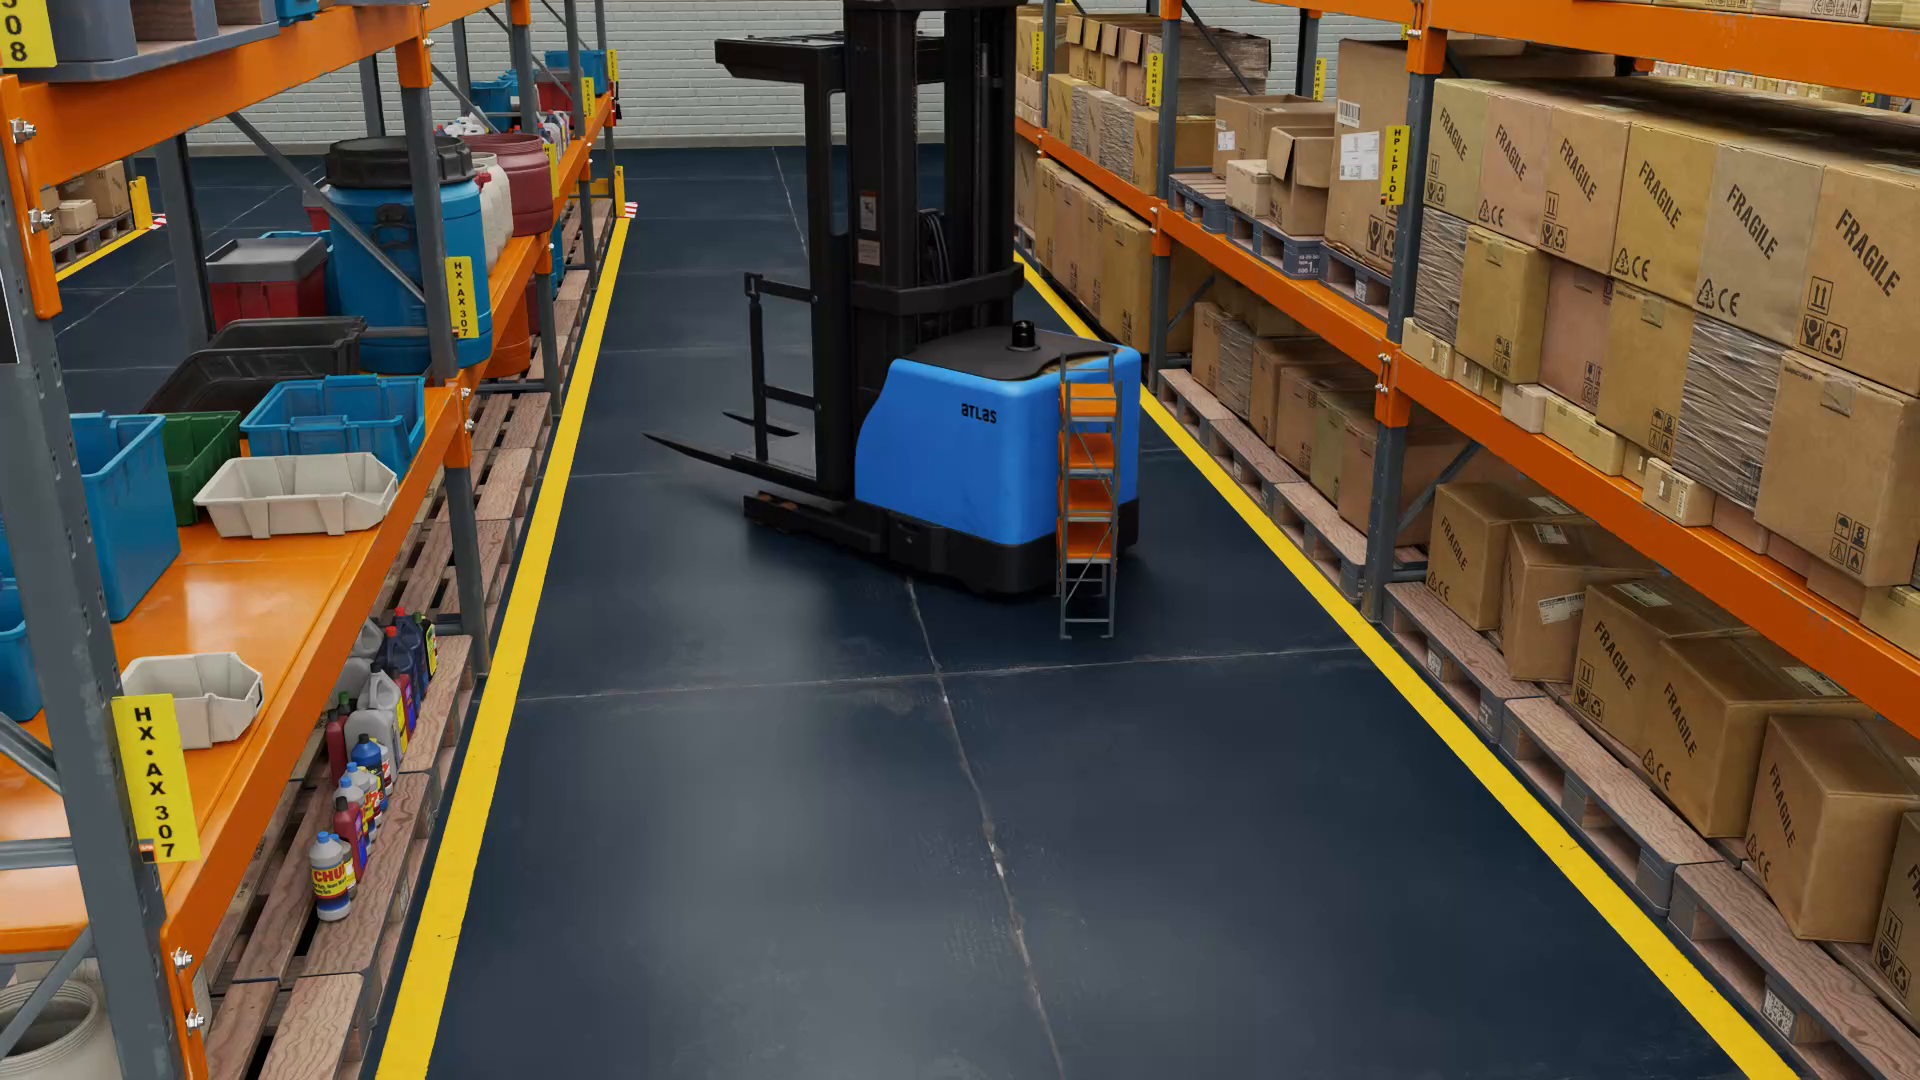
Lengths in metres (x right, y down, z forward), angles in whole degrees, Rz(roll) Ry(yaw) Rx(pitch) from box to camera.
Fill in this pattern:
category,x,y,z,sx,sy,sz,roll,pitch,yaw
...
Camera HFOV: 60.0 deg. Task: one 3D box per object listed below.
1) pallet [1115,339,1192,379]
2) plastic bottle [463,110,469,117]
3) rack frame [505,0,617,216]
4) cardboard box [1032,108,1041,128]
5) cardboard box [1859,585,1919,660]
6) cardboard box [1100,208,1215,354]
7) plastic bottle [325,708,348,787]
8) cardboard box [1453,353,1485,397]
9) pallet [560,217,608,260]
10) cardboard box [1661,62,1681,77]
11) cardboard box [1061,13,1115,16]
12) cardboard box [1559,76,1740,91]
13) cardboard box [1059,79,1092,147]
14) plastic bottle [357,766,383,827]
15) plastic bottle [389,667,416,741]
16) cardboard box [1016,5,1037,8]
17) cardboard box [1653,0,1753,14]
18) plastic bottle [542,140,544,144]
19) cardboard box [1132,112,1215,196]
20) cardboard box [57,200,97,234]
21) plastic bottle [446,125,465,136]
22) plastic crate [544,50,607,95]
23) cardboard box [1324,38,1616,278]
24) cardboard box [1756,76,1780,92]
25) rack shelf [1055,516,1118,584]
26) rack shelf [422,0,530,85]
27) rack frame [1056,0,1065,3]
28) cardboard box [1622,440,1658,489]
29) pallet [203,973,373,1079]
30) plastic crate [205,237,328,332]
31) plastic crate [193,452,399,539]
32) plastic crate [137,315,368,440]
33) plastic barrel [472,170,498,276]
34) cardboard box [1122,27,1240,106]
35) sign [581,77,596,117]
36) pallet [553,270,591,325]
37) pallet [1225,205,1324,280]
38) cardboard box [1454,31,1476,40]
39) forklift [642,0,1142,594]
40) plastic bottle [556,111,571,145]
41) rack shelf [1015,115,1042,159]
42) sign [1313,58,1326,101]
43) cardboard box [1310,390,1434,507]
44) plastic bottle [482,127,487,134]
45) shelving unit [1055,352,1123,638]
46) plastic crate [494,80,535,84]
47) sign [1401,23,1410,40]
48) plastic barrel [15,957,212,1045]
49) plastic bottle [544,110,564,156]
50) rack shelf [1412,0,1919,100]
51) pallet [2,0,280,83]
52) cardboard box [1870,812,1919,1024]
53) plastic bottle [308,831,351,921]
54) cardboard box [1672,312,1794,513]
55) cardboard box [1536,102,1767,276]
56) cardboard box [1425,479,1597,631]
category,x,y,z,sx,sy,sz,roll,pitch,yaw
pallet,1.759,-1.414,12.201,1.003,0.211,1.213,-3,21,-8
plastic bottle,-4.049,-3.376,13.635,0.061,0.283,0.133,-3,21,-8
rack frame,-4.256,-4.964,17.720,1.000,3.000,0.127,-3,21,-8
cardboard box,0.854,-3.800,14.963,0.380,0.149,0.250,-3,21,-7
cardboard box,2.584,0.185,4.293,0.380,0.149,0.250,-3,21,-8
cardboard box,1.720,-1.885,11.913,1.225,0.875,0.875,-4,21,-10
plastic bottle,-2.160,0.706,5.792,0.061,0.283,0.133,-3,21,-8
cardboard box,2.195,-0.679,6.607,0.380,0.149,0.250,-3,21,-8
pallet,-4.003,-2.949,16.309,1.003,0.211,1.213,-3,21,-8
cardboard box,5.934,-3.795,13.497,0.380,0.149,0.250,-2,21,-6
cardboard box,1.263,-4.779,15.941,0.500,0.500,0.500,-4,21,-9
cardboard box,2.712,-1.572,6.640,0.500,0.500,0.500,-3,21,-8
cardboard box,1.114,-3.530,13.737,0.500,0.500,0.500,-3,21,-8
plastic bottle,-1.981,0.849,5.525,0.097,0.201,0.097,0,20,0
plastic bottle,-2.056,0.586,6.112,0.061,0.283,0.133,-2,21,-4
cardboard box,0.519,-5.281,17.287,0.500,0.500,0.500,-3,21,-9
cardboard box,2.413,-1.688,4.875,0.500,0.250,0.500,-3,21,-9
plastic bottle,-2.967,-2.708,11.846,0.061,0.283,0.133,-3,21,-8
cardboard box,1.482,-2.649,11.379,0.500,0.500,0.500,-2,21,-6
cardboard box,-8.729,-3.127,16.103,0.500,0.250,0.500,-3,21,-8
plastic bottle,-3.856,-3.021,12.694,0.152,0.276,0.135,-3,21,-8
plastic crate,-4.023,-4.902,17.418,0.616,0.435,0.499,-3,21,-8
cardboard box,2.399,-1.819,7.841,1.000,1.000,1.000,-3,21,-7
cardboard box,6.125,-3.341,12.283,0.380,0.149,0.250,-2,21,-6
rack shelf,0.577,0.042,7.649,0.258,0.148,0.480,0,20,1
rack shelf,-2.815,-2.570,8.051,1.077,0.370,4.000,-3,21,-8
rack frame,0.645,-5.214,18.389,1.000,3.000,0.127,-3,21,-8
cardboard box,2.419,-0.249,5.454,0.380,0.149,0.250,-3,21,-8
pallet,-2.119,1.577,4.193,1.003,0.211,1.213,-3,21,-8
plastic crate,-2.899,-0.991,6.992,0.402,0.464,0.583,-3,21,-8
plastic crate,-2.041,-0.136,5.171,0.530,0.136,0.437,-3,21,-8
plastic crate,-2.577,-0.592,6.104,0.767,0.338,0.504,-3,21,-8
plastic barrel,-2.615,-1.619,8.570,0.433,0.535,0.433,0,20,0
cardboard box,1.618,-3.440,12.064,0.797,0.503,0.637,-2,21,-6
sign,-3.135,-3.736,14.036,0.100,0.325,0.005,-3,21,-8
pallet,-3.609,-2.003,13.779,1.003,0.211,1.213,-3,21,-8
pallet,2.124,-1.671,9.176,1.003,0.211,1.213,-3,21,-8
cardboard box,5.520,-5.091,17.493,0.500,0.500,0.500,-3,21,-7
forklift,-0.523,-1.528,8.619,3.031,2.935,1.130,17,27,39
plastic bottle,-3.303,-3.401,13.712,0.152,0.276,0.135,-3,21,-8
rack shelf,0.934,-4.184,16.660,1.077,0.370,4.000,-3,21,-8
sign,2.334,-2.980,10.866,0.100,0.325,0.005,-3,21,-8
cardboard box,2.258,-0.474,8.642,0.700,0.500,0.500,-3,21,-8
plastic bottle,-3.816,-3.193,13.261,0.097,0.201,0.097,0,20,0
shelving unit,0.577,-0.207,7.556,0.258,1.200,0.503,0,20,1
plastic crate,-4.356,-4.356,16.245,0.416,0.233,0.300,-3,21,-8
sign,5.031,-5.807,18.740,0.100,0.325,0.005,-3,21,-8
plastic barrel,-2.192,1.147,4.314,0.421,0.512,0.421,0,20,0
plastic bottle,-3.196,-3.190,13.041,0.144,0.351,0.185,-3,21,-8
rack shelf,2.663,-1.435,5.011,1.077,0.370,4.000,-3,21,-8
pallet,-1.972,-1.032,3.176,1.003,0.211,1.213,-3,21,-8
cardboard box,2.878,1.083,4.501,0.500,0.500,0.500,1,20,2
plastic bottle,-1.903,1.004,5.011,0.097,0.271,0.097,0,20,0
cardboard box,2.679,-0.394,4.917,0.875,0.500,0.500,-3,21,-8
cardboard box,2.333,-1.199,5.642,0.500,0.500,0.500,-3,21,-8
cardboard box,2.393,0.056,7.252,0.500,0.500,0.500,-4,21,-9
